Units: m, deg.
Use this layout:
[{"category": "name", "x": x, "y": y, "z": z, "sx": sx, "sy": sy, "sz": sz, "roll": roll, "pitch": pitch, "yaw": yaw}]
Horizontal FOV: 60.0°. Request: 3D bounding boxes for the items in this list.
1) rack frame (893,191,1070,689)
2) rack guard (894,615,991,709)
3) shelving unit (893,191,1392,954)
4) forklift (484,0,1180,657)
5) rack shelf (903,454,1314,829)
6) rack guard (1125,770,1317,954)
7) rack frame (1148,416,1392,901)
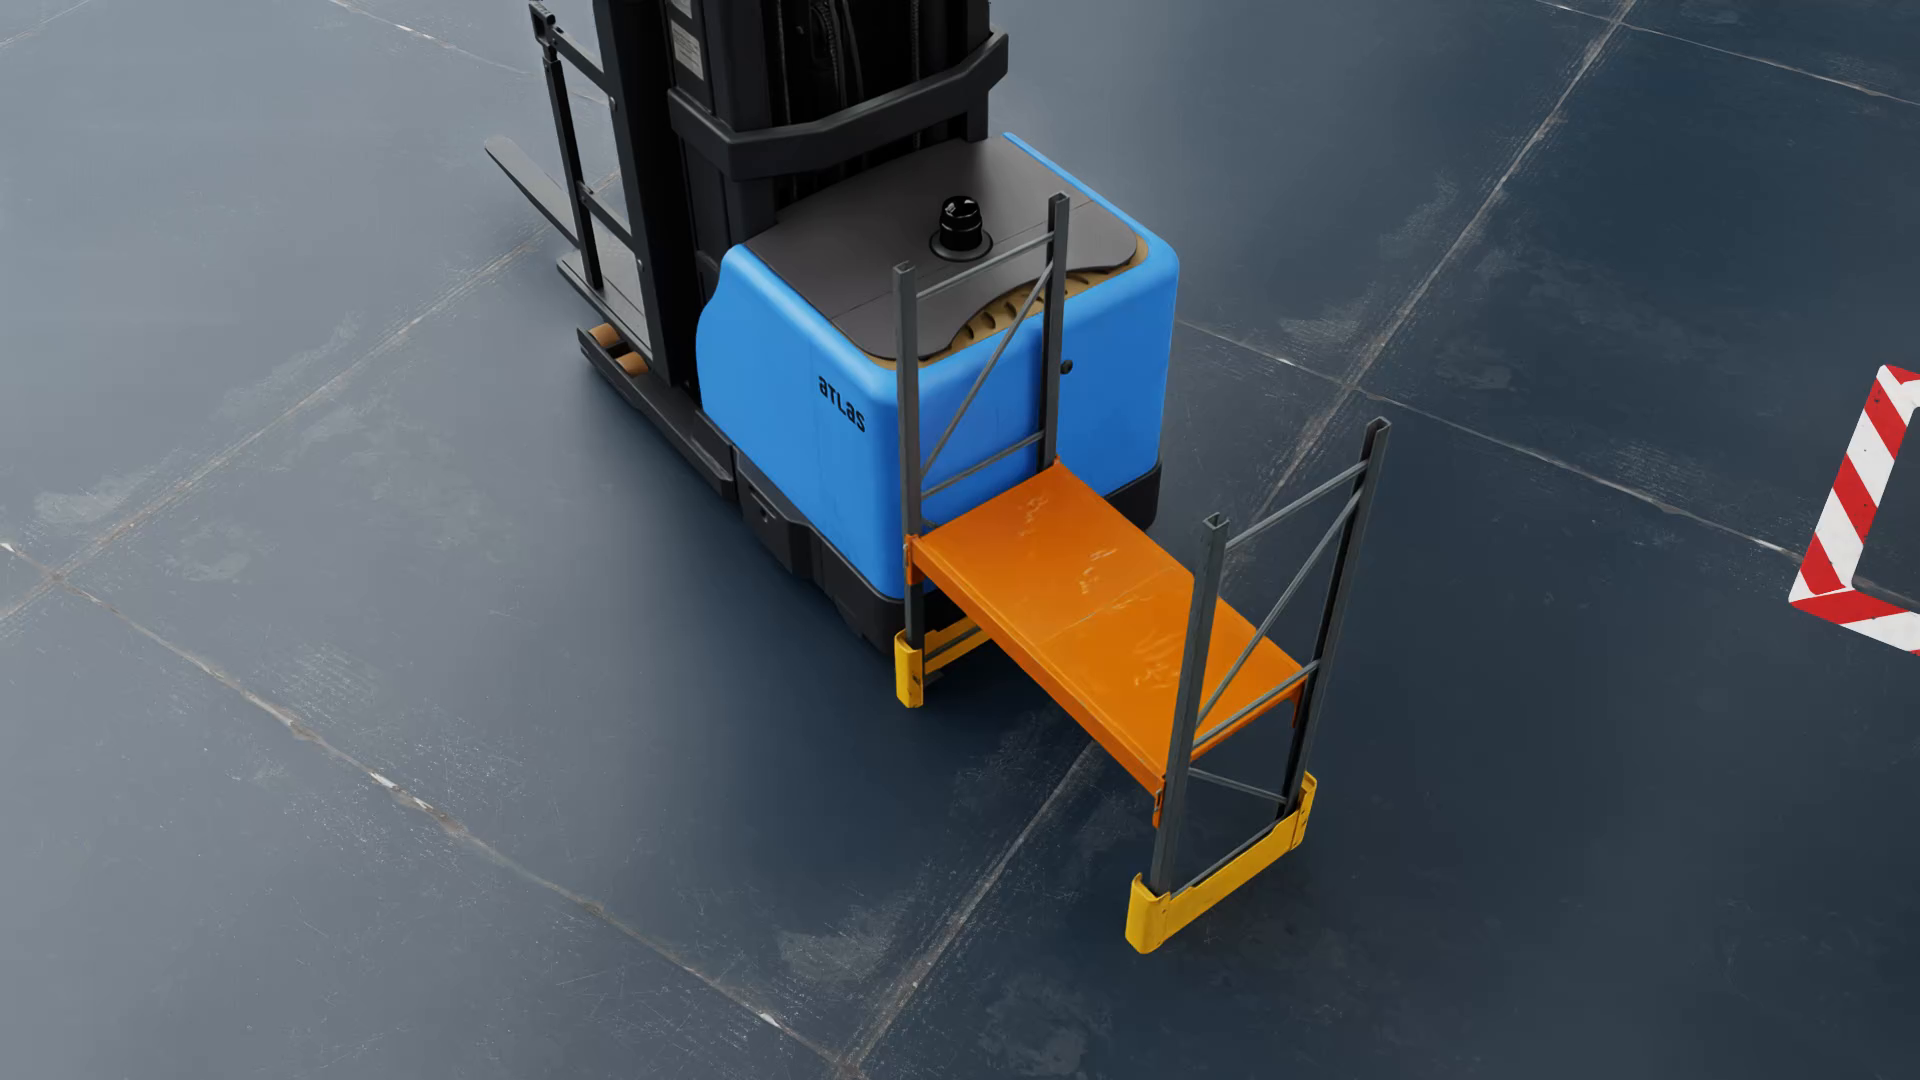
[{"category": "rack frame", "x": 0.055, "y": -0.193, "z": 4.392, "sx": 0.500, "sy": 1.500, "sz": 0.032, "roll": -29, "pitch": 52, "yaw": -25}, {"category": "rack guard", "x": 0.067, "y": 0.253, "z": 4.829, "sx": 0.587, "sy": 0.250, "sz": 0.087, "roll": -29, "pitch": 52, "yaw": -25}, {"category": "shelving unit", "x": 0.370, "y": 0.101, "z": 4.106, "sx": 0.587, "sy": 1.500, "sz": 1.083, "roll": -29, "pitch": 52, "yaw": -25}, {"category": "forklift", "x": -0.669, "y": -1.690, "z": 4.848, "sx": 1.130, "sy": 2.935, "sz": 3.031, "roll": -28, "pitch": 52, "yaw": -25}, {"category": "rack shelf", "x": 0.365, "y": 0.222, "z": 4.240, "sx": 0.538, "sy": 0.185, "sz": 1.000, "roll": -29, "pitch": 52, "yaw": -25}, {"category": "rack guard", "x": 0.673, "y": 0.820, "z": 4.279, "sx": 0.587, "sy": 0.250, "sz": 0.087, "roll": -29, "pitch": 52, "yaw": -25}, {"category": "rack frame", "x": 0.674, "y": 0.386, "z": 3.830, "sx": 0.500, "sy": 1.500, "sz": 0.032, "roll": -29, "pitch": 52, "yaw": -25}]
